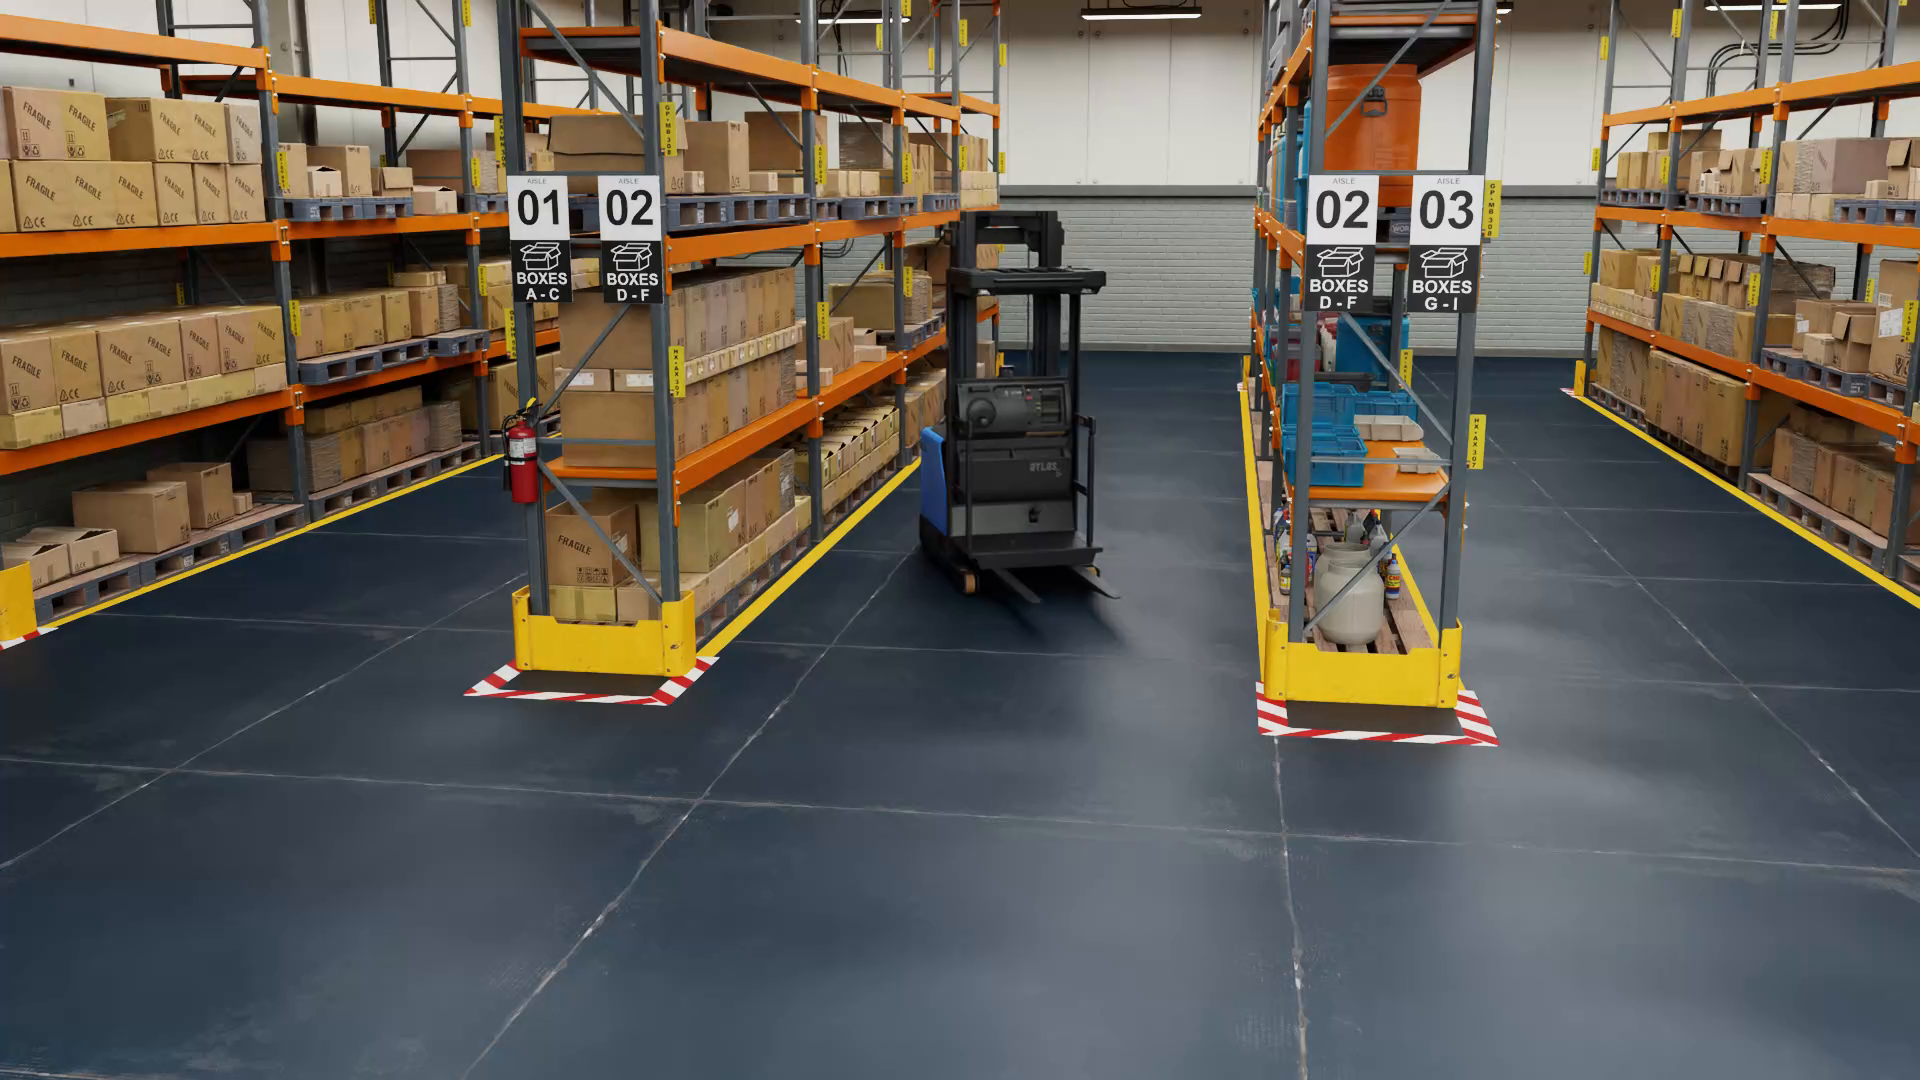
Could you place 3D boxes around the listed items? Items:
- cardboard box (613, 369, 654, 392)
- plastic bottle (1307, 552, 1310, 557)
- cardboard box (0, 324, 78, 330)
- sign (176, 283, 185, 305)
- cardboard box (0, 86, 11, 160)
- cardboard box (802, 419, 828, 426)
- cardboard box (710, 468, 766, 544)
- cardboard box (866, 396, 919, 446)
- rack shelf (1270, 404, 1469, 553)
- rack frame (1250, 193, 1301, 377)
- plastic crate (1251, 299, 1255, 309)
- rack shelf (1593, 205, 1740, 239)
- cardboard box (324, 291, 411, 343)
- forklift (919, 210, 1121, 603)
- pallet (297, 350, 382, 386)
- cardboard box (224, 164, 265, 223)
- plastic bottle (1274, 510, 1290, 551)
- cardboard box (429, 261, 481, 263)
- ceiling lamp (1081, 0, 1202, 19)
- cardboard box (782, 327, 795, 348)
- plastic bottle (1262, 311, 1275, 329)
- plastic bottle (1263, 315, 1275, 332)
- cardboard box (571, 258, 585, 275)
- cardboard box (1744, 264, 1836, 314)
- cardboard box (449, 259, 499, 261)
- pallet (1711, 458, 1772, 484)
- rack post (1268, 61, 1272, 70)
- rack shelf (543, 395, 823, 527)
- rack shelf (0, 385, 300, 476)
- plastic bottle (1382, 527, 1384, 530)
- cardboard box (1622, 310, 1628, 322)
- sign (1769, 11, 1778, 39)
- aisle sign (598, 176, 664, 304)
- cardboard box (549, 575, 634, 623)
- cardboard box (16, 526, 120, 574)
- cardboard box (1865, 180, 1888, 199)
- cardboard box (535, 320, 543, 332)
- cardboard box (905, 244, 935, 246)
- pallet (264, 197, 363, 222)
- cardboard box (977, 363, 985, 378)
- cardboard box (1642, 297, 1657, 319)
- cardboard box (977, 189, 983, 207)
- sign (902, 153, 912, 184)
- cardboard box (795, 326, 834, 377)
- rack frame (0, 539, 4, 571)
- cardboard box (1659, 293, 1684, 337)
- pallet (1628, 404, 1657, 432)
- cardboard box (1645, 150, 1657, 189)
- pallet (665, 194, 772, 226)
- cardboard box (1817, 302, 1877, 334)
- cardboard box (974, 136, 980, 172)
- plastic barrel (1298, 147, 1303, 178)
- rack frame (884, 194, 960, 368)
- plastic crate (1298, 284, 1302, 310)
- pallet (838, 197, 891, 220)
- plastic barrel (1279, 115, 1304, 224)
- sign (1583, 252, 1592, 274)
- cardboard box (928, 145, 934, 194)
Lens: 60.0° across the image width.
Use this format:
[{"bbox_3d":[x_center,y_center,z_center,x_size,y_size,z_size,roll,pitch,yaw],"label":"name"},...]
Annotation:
[{"bbox_3d":[-2.081,-1.072,11.071,0.380,0.149,0.250,2,12,8],"label":"cardboard box"},{"bbox_3d":[2.623,0.166,12.702,0.097,0.201,0.097,0,12,0],"label":"plastic bottle"},{"bbox_3d":[-7.225,-1.411,12.951,0.500,0.500,0.500,2,12,7],"label":"cardboard box"},{"bbox_3d":[-7.184,-2.207,15.366,0.100,0.325,0.005,2,12,9],"label":"sign"},{"bbox_3d":[-6.951,-2.877,11.446,0.500,0.500,0.500,1,12,5],"label":"cardboard box"},{"bbox_3d":[-1.648,-1.117,17.255,0.500,0.311,0.500,2,12,7],"label":"cardboard box"},{"bbox_3d":[-1.819,-0.276,12.903,0.500,0.500,0.500,2,12,9],"label":"cardboard box"},{"bbox_3d":[-0.772,-1.375,19.145,0.500,0.500,0.500,2,12,11],"label":"cardboard box"},{"bbox_3d":[2.847,-0.535,12.063,1.077,0.370,4.000,2,12,9],"label":"rack shelf"},{"bbox_3d":[5.000,-3.801,25.510,1.000,3.000,0.127,2,12,9],"label":"rack frame"},{"bbox_3d":[4.401,-3.455,24.390,0.250,0.136,0.298,2,12,9],"label":"plastic crate"},{"bbox_3d":[9.587,-4.339,22.593,1.077,0.370,4.000,2,12,9],"label":"rack shelf"},{"bbox_3d":[-6.251,-2.362,17.553,0.700,0.500,0.500,2,12,9],"label":"cardboard box"},{"bbox_3d":[0.486,-1.095,13.119,1.130,2.935,3.031,-3,12,-13],"label":"forklift"},{"bbox_3d":[-6.373,-1.684,16.145,1.003,0.211,1.213,2,12,9],"label":"pallet"},{"bbox_3d":[-6.468,-3.035,14.552,0.500,0.500,0.500,2,12,10],"label":"cardboard box"},{"bbox_3d":[2.620,-0.068,13.434,0.144,0.351,0.185,2,12,10],"label":"plastic bottle"},{"bbox_3d":[-6.123,-3.238,20.126,0.500,0.250,0.500,1,12,7],"label":"cardboard box"},{"bbox_3d":[2.991,-10.225,27.224,2.000,3.185,0.800,2,12,9],"label":"ceiling lamp"},{"bbox_3d":[-1.609,-1.715,14.055,0.380,0.149,0.250,2,12,7],"label":"cardboard box"},{"bbox_3d":[3.881,-2.747,20.916,0.152,0.276,0.135,2,12,9],"label":"plastic bottle"},{"bbox_3d":[3.795,-2.631,20.375,0.152,0.276,0.135,2,12,9],"label":"plastic bottle"},{"bbox_3d":[-5.311,-3.648,22.031,0.500,0.250,0.500,2,12,10],"label":"cardboard box"},{"bbox_3d":[8.792,-2.666,17.626,0.797,0.503,0.637,2,12,11],"label":"cardboard box"},{"bbox_3d":[-6.041,-3.344,20.621,0.500,0.250,0.500,2,12,7],"label":"cardboard box"},{"bbox_3d":[8.860,-0.774,18.082,1.003,0.211,1.213,2,12,9],"label":"pallet"},{"bbox_3d":[4.224,-5.690,20.213,0.937,0.300,0.954,2,12,8],"label":"rack post"},{"bbox_3d":[-2.047,-0.696,12.811,1.077,0.370,4.000,2,12,9],"label":"rack shelf"},{"bbox_3d":[-6.942,-0.856,13.552,1.077,0.370,4.000,2,12,9],"label":"rack shelf"},{"bbox_3d":[3.327,0.029,13.144,0.061,0.283,0.133,3,12,12],"label":"plastic bottle"},{"bbox_3d":[9.199,-3.027,22.513,0.380,0.149,0.250,2,12,8],"label":"cardboard box"},{"bbox_3d":[9.817,-6.221,20.093,0.100,0.325,0.005,2,12,9],"label":"sign"},{"bbox_3d":[-2.062,-1.879,10.420,0.394,0.787,0.004,2,12,9],"label":"aisle sign"},{"bbox_3d":[-2.564,0.386,11.611,0.500,0.250,0.500,2,12,9],"label":"cardboard box"},{"bbox_3d":[-6.967,0.048,12.987,0.500,0.311,0.500,3,13,13],"label":"cardboard box"},{"bbox_3d":[8.238,-3.093,14.665,0.380,0.166,0.250,2,12,7],"label":"cardboard box"},{"bbox_3d":[-5.515,-2.724,21.063,0.380,0.149,0.250,2,12,9],"label":"cardboard box"},{"bbox_3d":[-0.611,-3.888,23.301,0.500,0.500,0.500,2,12,8],"label":"cardboard box"},{"bbox_3d":[-6.434,-3.123,15.692,1.213,0.211,1.003,2,12,9],"label":"pallet"},{"bbox_3d":[0.090,-2.515,25.026,0.500,0.250,0.500,2,12,9],"label":"cardboard box"},{"bbox_3d":[9.088,-2.980,21.352,0.500,0.250,0.500,2,12,8],"label":"cardboard box"},{"bbox_3d":[0.043,-4.928,23.975,0.500,0.250,0.500,2,12,9],"label":"cardboard box"},{"bbox_3d":[-0.577,-4.035,18.061,0.100,0.325,0.005,2,12,9],"label":"sign"},{"bbox_3d":[-1.524,-1.782,15.905,0.500,0.500,0.500,3,12,13],"label":"cardboard box"},{"bbox_3d":[-7.250,-0.791,11.545,1.000,3.000,0.127,2,12,9],"label":"rack frame"},{"bbox_3d":[8.961,-2.769,20.484,0.500,0.500,0.500,2,12,9],"label":"cardboard box"},{"bbox_3d":[9.473,-1.600,21.918,1.003,0.211,1.213,2,12,9],"label":"pallet"},{"bbox_3d":[9.427,-4.854,21.804,0.700,0.500,0.500,3,12,12],"label":"cardboard box"},{"bbox_3d":[-2.035,-2.456,12.358,1.003,0.211,1.213,2,12,9],"label":"pallet"},{"bbox_3d":[8.633,-1.996,15.901,0.700,0.500,0.500,4,13,17],"label":"cardboard box"},{"bbox_3d":[-0.088,-5.650,24.358,0.700,0.500,0.500,2,12,9],"label":"cardboard box"},{"bbox_3d":[2.894,-2.946,13.160,0.421,0.512,0.421,0,12,0],"label":"plastic barrel"},{"bbox_3d":[-0.509,-3.129,22.395,1.000,3.000,0.127,2,12,9],"label":"rack frame"},{"bbox_3d":[4.770,-3.207,22.458,0.402,0.464,0.583,2,12,9],"label":"plastic crate"},{"bbox_3d":[-1.309,-3.294,16.485,1.003,0.211,1.213,2,12,11],"label":"pallet"},{"bbox_3d":[3.018,-3.127,14.074,0.600,0.901,0.708,2,12,9],"label":"plastic barrel"},{"bbox_3d":[9.347,-4.122,24.755,0.100,0.325,0.005,2,12,9],"label":"sign"},{"bbox_3d":[-0.659,-4.796,21.538,0.600,0.600,0.600,1,12,3],"label":"cardboard box"}]
